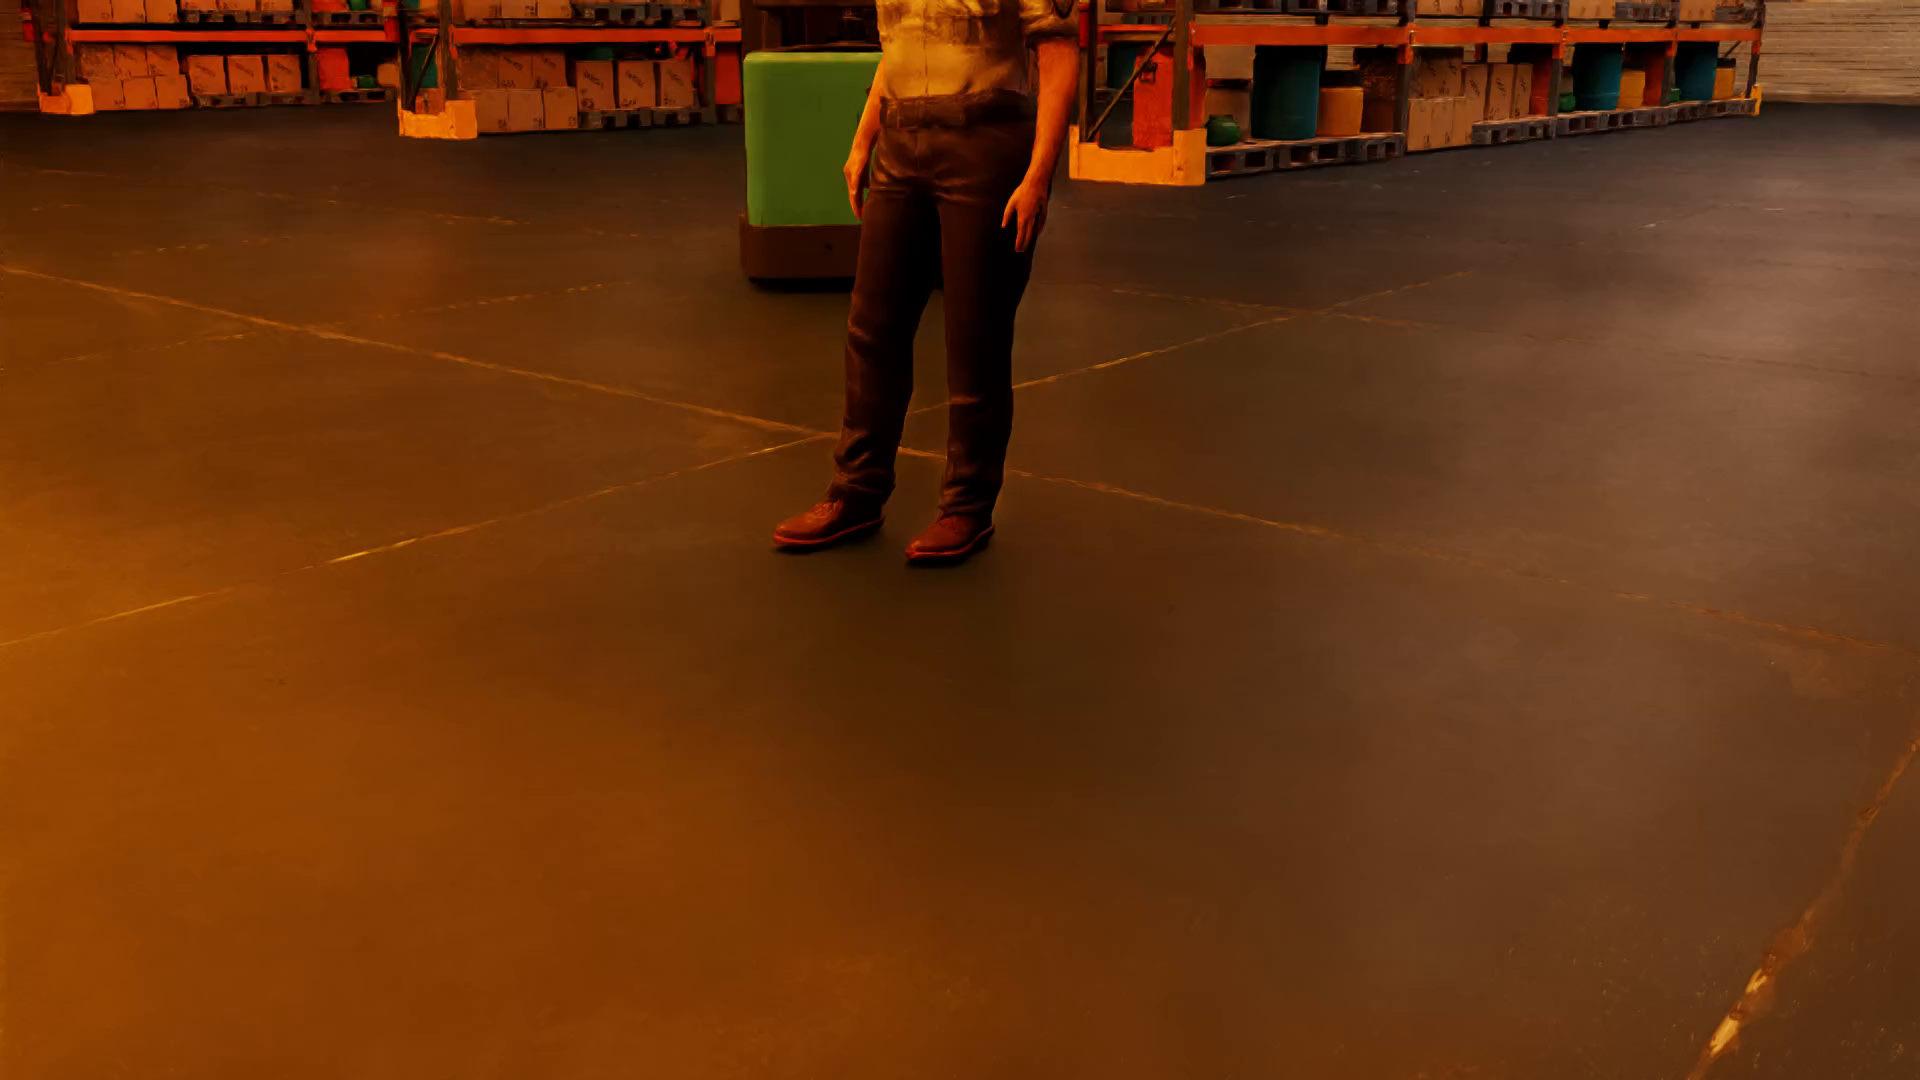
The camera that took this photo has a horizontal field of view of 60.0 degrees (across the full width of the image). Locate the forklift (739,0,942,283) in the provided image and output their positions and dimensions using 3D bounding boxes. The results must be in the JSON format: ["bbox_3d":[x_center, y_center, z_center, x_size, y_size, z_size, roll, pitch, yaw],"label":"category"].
[{"bbox_3d":[-0.614,-2.993,8.753,1.130,2.935,3.031,-2,17,-6],"label":"forklift"}]

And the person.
[{"bbox_3d":[-0.075,-0.779,3.648,0.599,1.650,0.502,13,21,37],"label":"person"}]
